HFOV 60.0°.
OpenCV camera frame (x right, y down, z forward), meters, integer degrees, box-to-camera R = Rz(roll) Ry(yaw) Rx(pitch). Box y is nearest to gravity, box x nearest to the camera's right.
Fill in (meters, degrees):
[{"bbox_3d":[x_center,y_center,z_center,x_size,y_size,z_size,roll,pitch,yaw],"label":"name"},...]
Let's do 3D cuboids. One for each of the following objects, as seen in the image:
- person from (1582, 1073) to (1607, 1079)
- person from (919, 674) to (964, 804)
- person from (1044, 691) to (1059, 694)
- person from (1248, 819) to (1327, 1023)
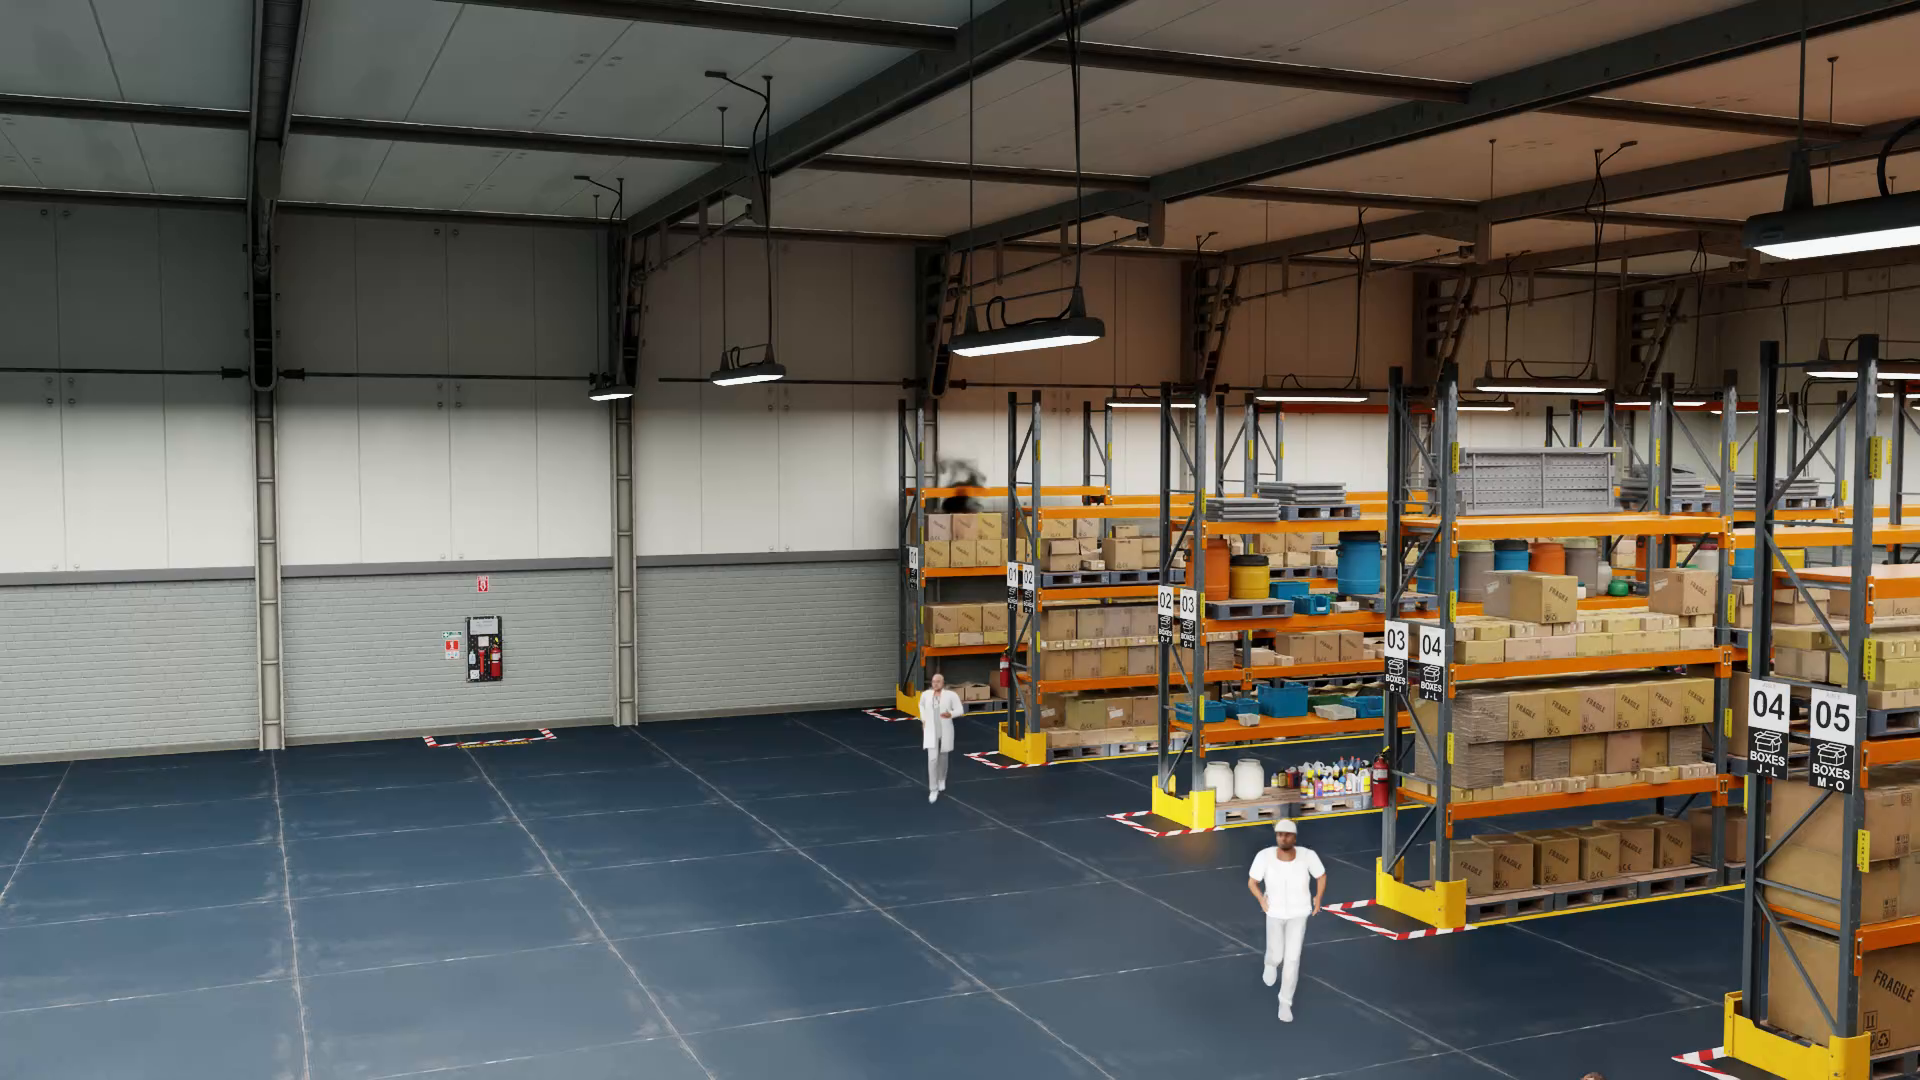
[{"bbox_3d":[3.665,3.836,9.584,0.552,1.563,0.666,1,4,22],"label":"person"},{"bbox_3d":[-0.280,2.850,24.251,0.680,1.814,0.981,0,3,4],"label":"person"},{"bbox_3d":[1.608,2.613,29.129,0.775,1.742,0.596,-2,4,-33],"label":"person"},{"bbox_3d":[2.988,3.409,15.192,0.708,1.760,0.862,1,3,12],"label":"person"}]
